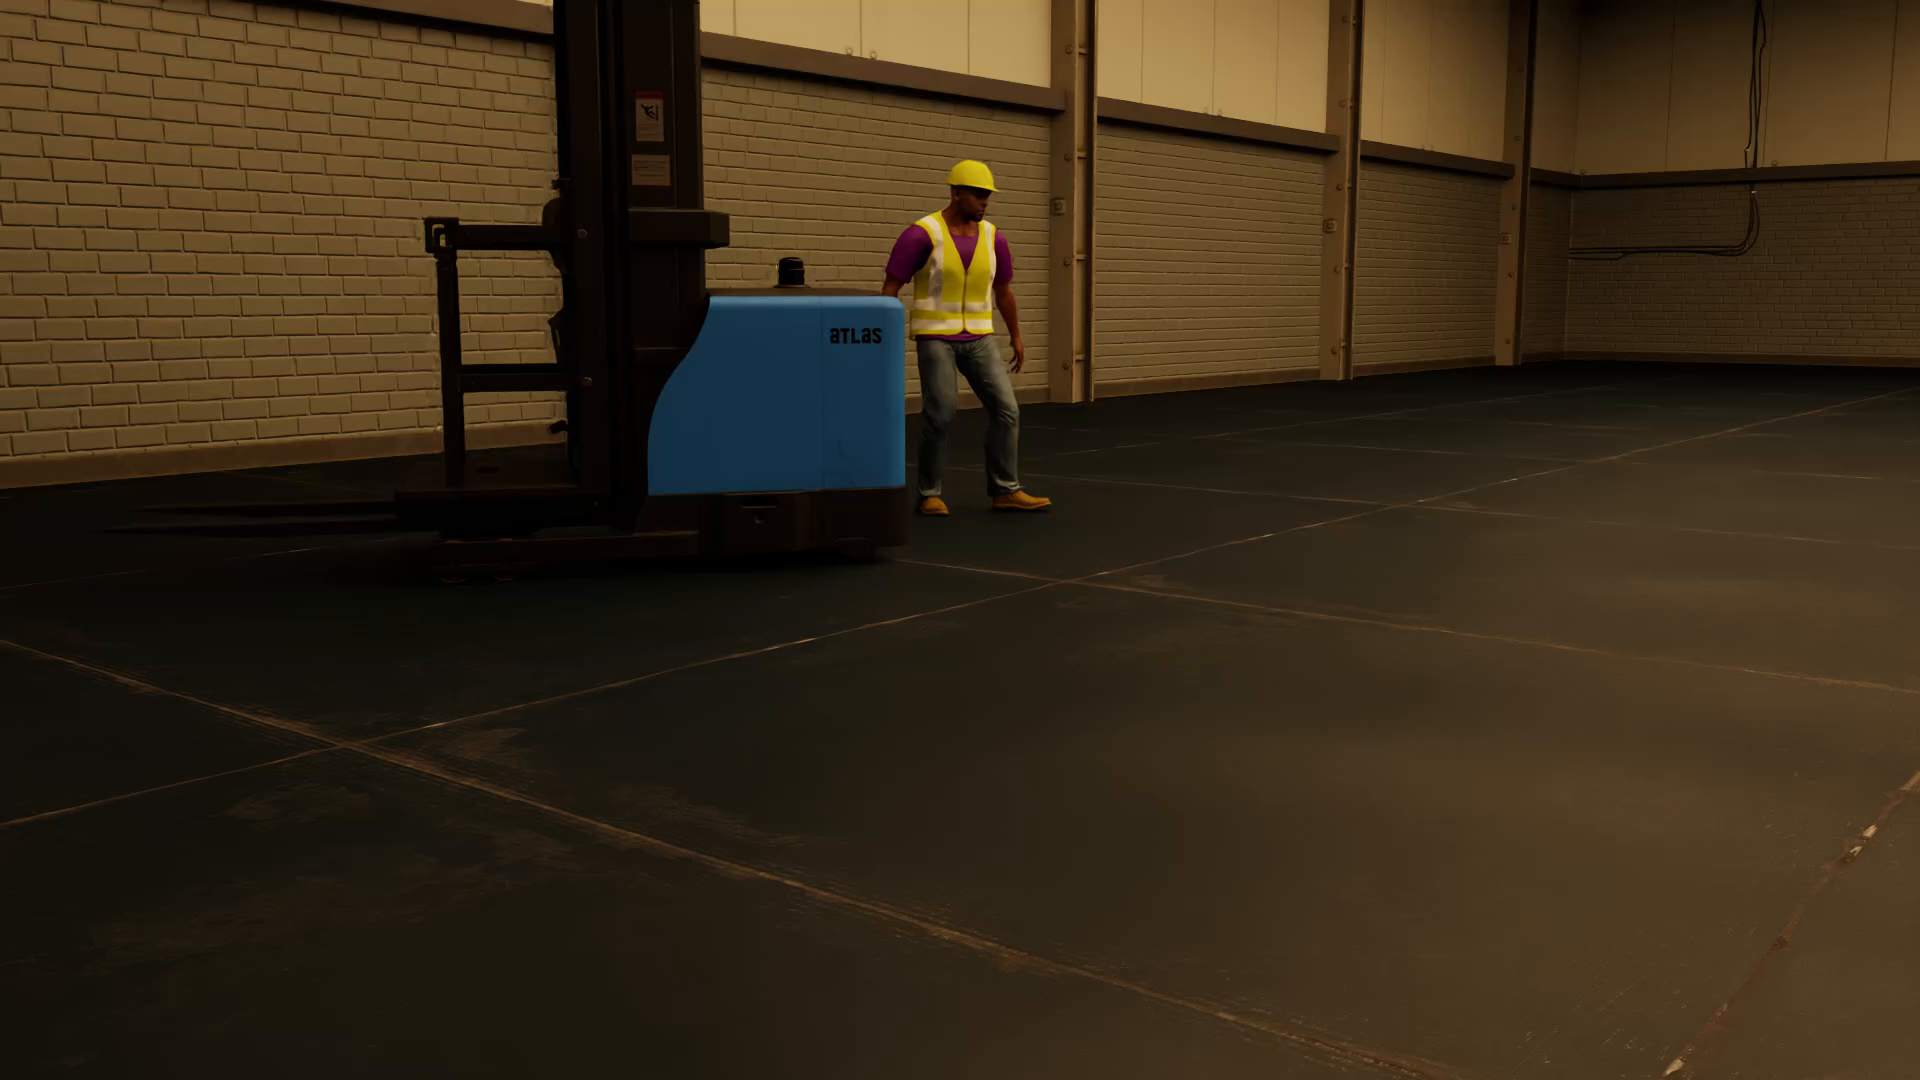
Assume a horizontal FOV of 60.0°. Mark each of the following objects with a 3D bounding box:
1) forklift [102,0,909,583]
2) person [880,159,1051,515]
[{"bbox_3d":[-1.785,-1.371,6.652,3.031,2.935,1.130,-2,9,-15],"label":"forklift"},{"bbox_3d":[0.006,-0.989,8.205,0.881,1.733,0.456,-4,9,-25],"label":"person"}]
